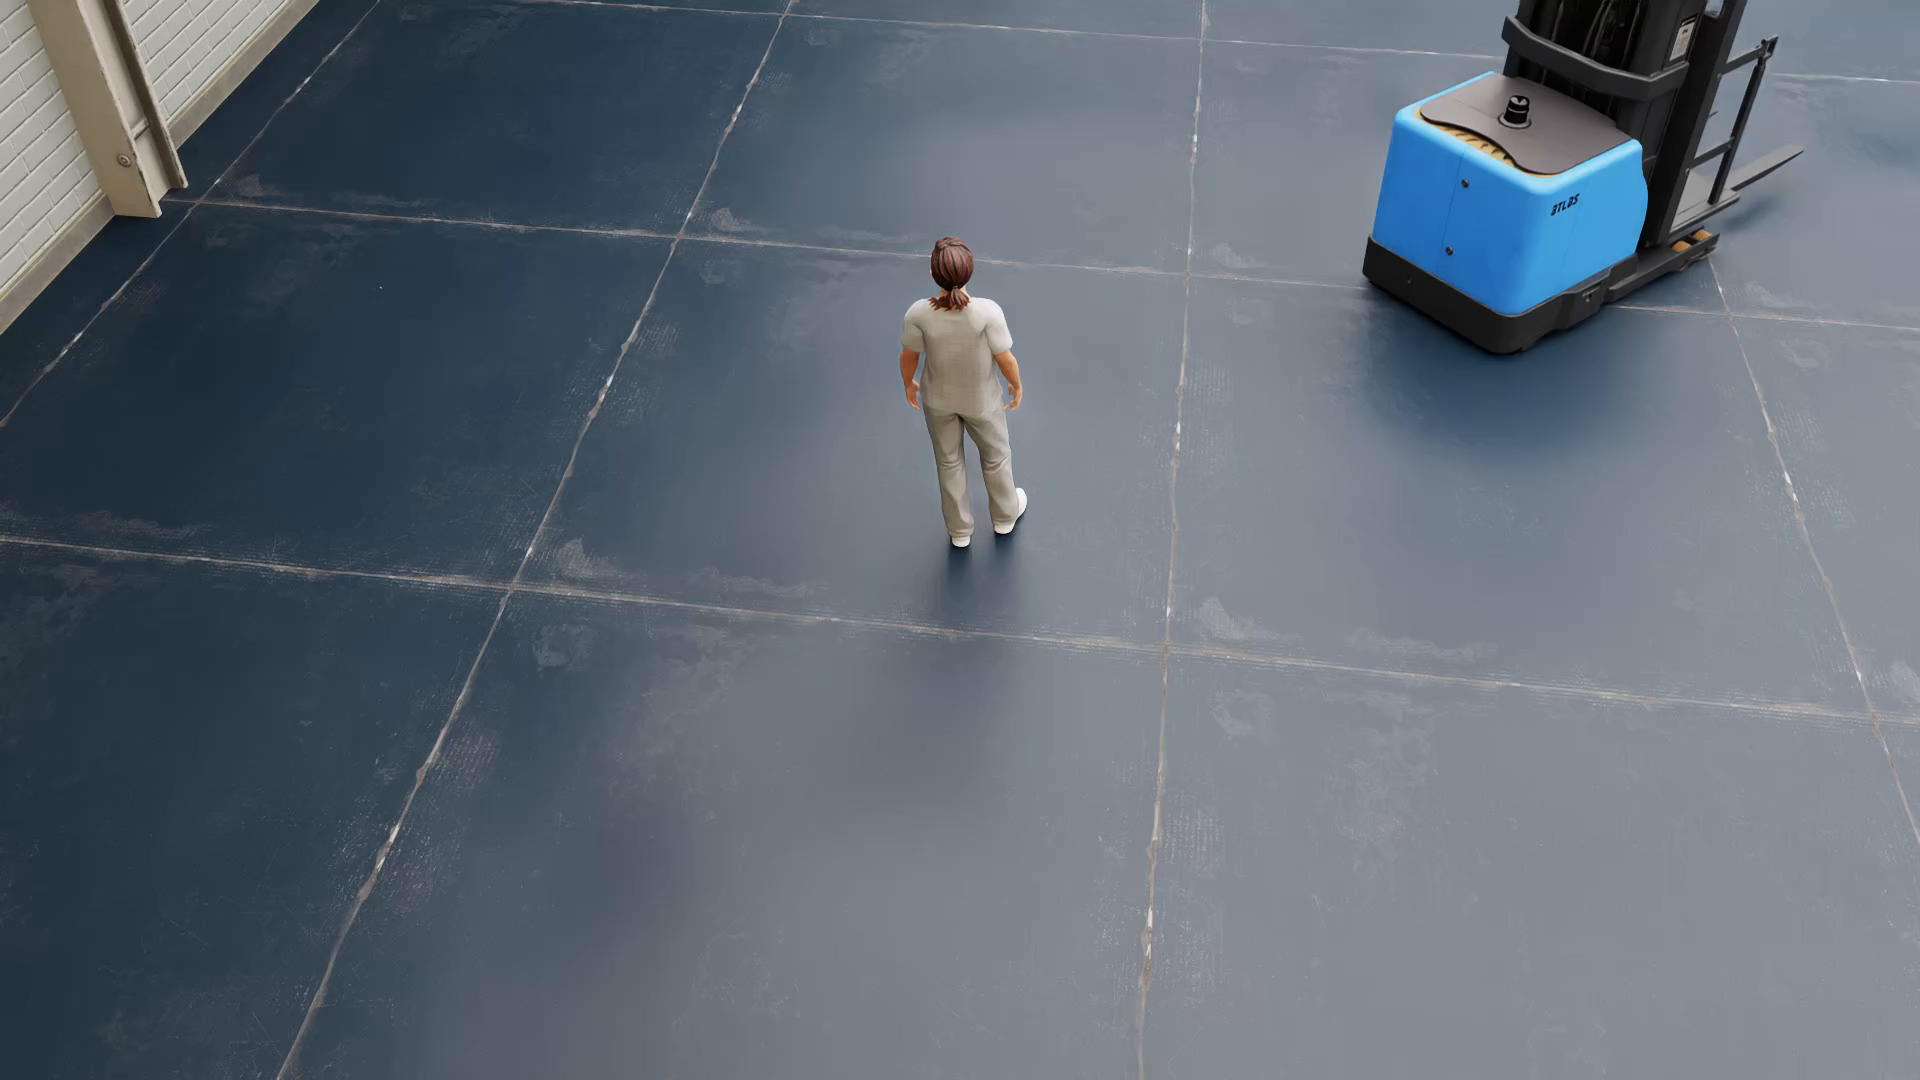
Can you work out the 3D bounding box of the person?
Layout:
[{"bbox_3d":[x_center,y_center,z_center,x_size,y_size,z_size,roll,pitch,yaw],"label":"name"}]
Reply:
[{"bbox_3d":[0.023,-0.670,7.371,0.549,1.675,0.549,5,43,6],"label":"person"}]

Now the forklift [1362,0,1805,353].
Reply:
[{"bbox_3d":[3.768,-2.889,8.870,3.031,2.935,1.130,-27,49,-26],"label":"forklift"}]
